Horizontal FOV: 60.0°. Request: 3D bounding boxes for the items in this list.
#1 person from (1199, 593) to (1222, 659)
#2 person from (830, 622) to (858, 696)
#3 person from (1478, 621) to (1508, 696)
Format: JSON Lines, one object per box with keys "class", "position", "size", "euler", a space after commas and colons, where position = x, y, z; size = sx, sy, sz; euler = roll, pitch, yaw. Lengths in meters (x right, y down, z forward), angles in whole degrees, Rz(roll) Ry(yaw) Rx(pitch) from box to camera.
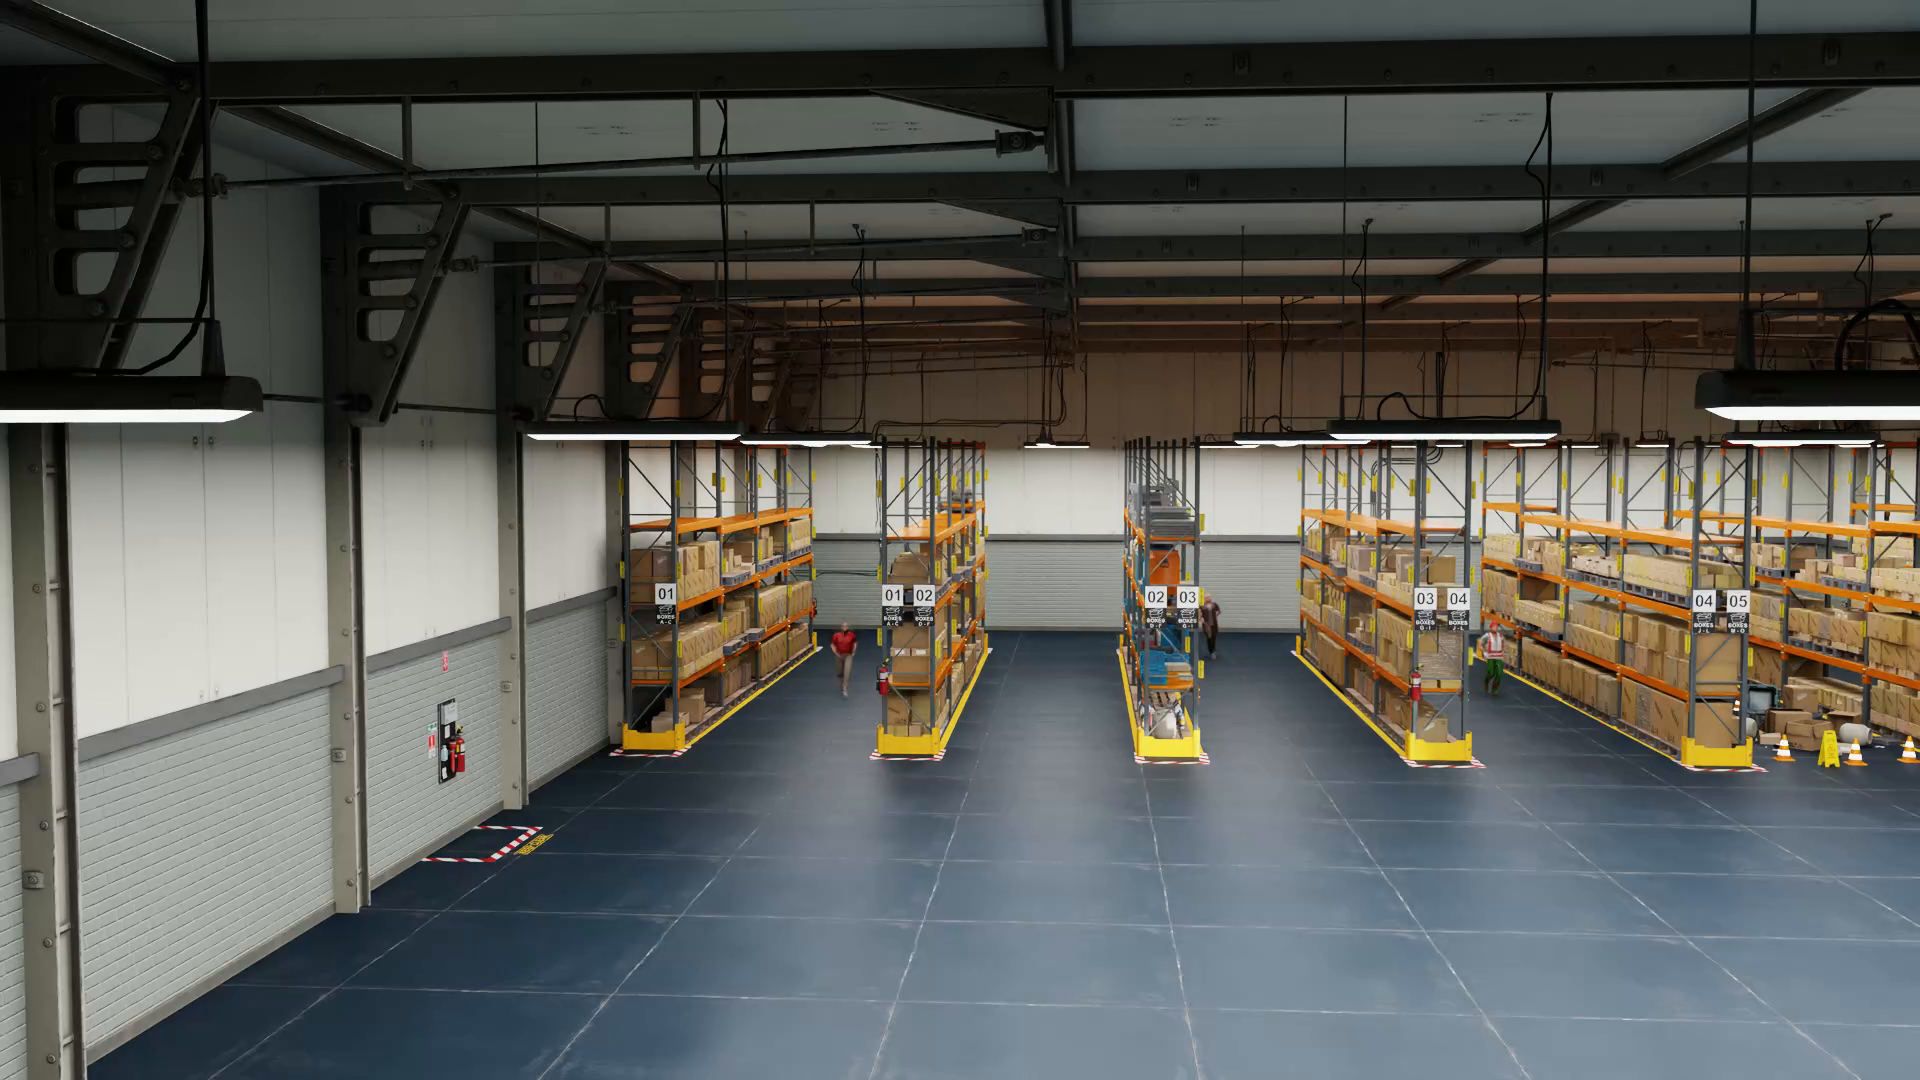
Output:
{"class": "person", "position": [6.896, 2.432, 46.078], "size": [0.703, 1.758, 0.813], "euler": [-1, 3, -11]}
{"class": "person", "position": [-2.739, 2.804, 39.306], "size": [0.642, 1.715, 1.026], "euler": [0, 3, 0]}
{"class": "person", "position": [12.484, 2.772, 38.863], "size": [0.652, 1.736, 0.612], "euler": [0, 3, -3]}
